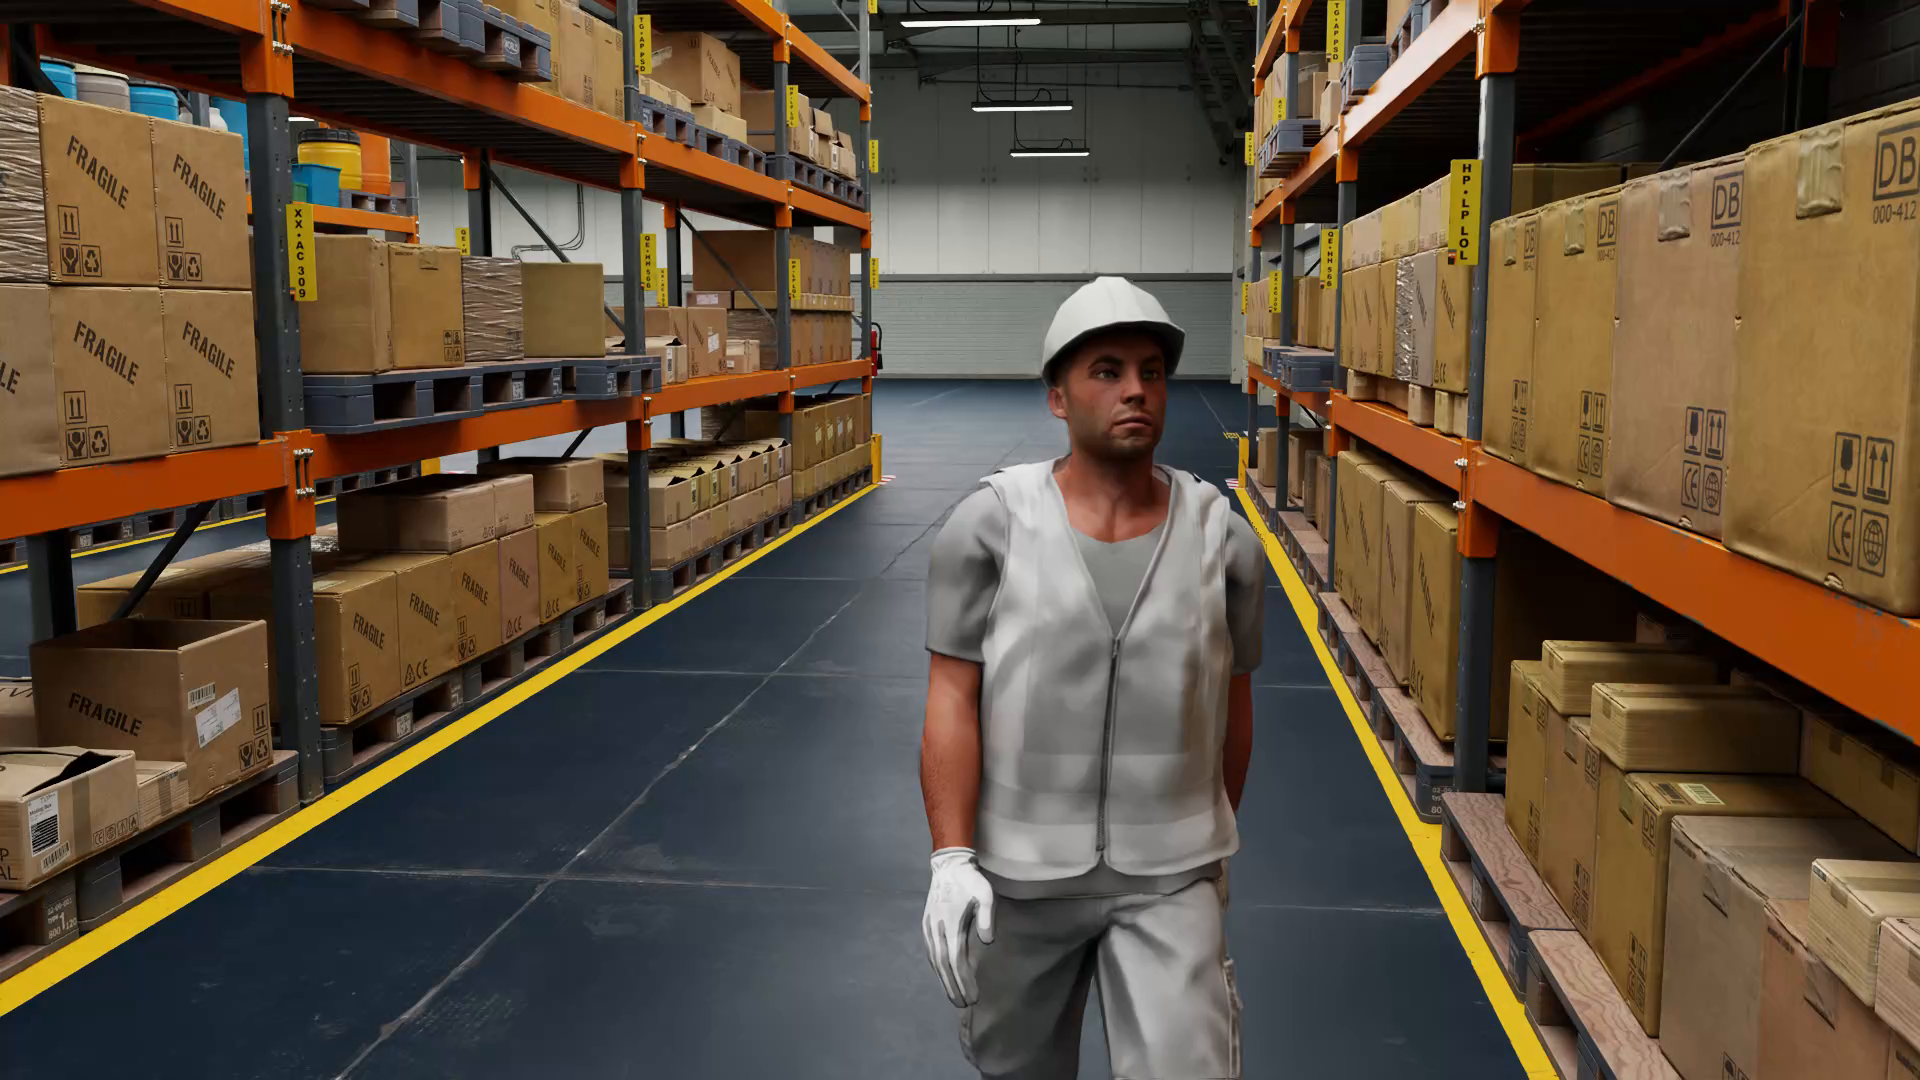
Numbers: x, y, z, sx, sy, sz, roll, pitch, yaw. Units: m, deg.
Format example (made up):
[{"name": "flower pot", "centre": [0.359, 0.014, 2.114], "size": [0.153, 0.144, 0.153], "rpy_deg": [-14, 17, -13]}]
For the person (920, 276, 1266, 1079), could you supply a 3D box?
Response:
[{"name": "person", "centre": [0.204, 0.489, 2.503], "size": [0.521, 1.751, 1.003], "rpy_deg": [0, 7, 1]}]
